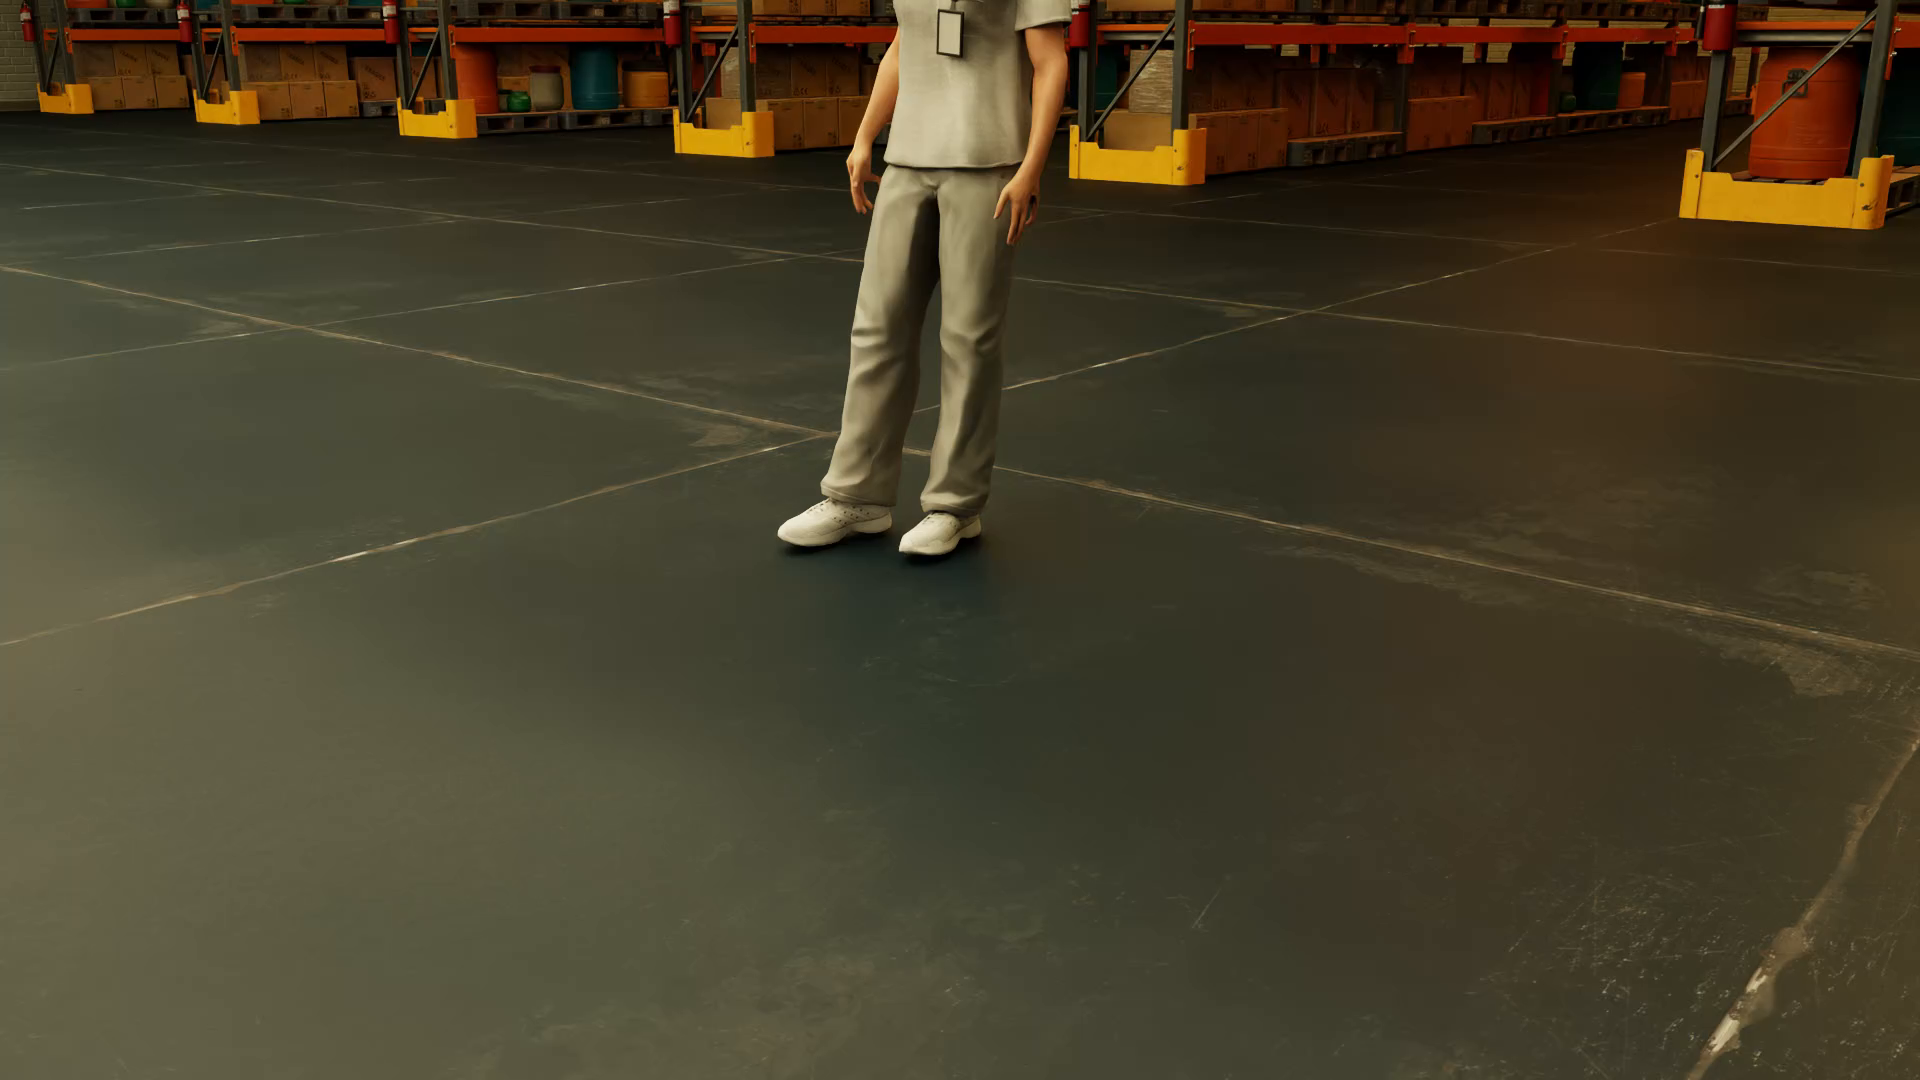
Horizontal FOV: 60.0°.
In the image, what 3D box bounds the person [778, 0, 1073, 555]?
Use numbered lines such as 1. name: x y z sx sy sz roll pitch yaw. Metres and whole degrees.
1. person: -0.058 -0.795 3.650 0.549 1.673 0.548 13 21 37
